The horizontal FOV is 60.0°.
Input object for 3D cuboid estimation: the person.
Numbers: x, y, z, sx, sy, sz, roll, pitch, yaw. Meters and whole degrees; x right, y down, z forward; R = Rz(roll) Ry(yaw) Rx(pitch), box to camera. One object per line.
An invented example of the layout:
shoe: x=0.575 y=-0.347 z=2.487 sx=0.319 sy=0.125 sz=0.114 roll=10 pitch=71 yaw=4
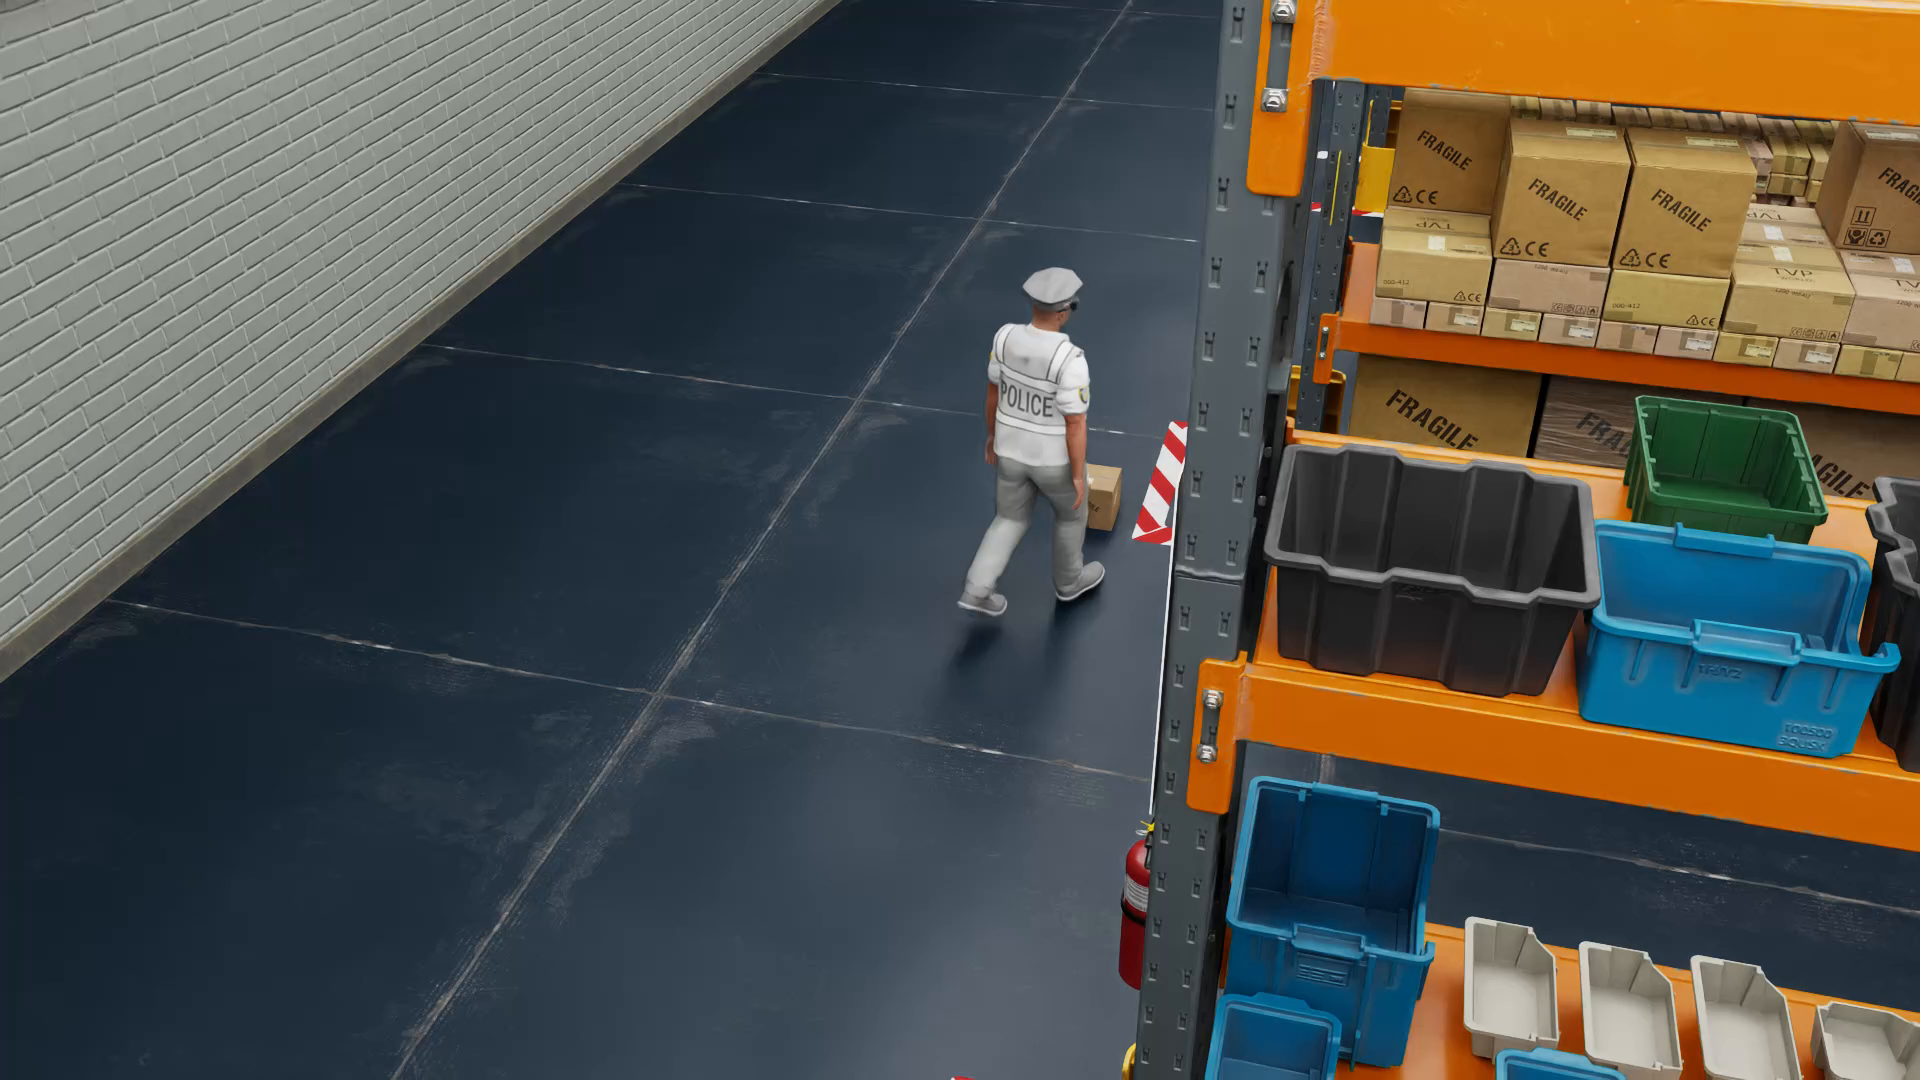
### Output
person: x=0.349 y=-0.414 z=7.760 sx=0.601 sy=1.726 sz=0.849 roll=20 pitch=38 yaw=28
